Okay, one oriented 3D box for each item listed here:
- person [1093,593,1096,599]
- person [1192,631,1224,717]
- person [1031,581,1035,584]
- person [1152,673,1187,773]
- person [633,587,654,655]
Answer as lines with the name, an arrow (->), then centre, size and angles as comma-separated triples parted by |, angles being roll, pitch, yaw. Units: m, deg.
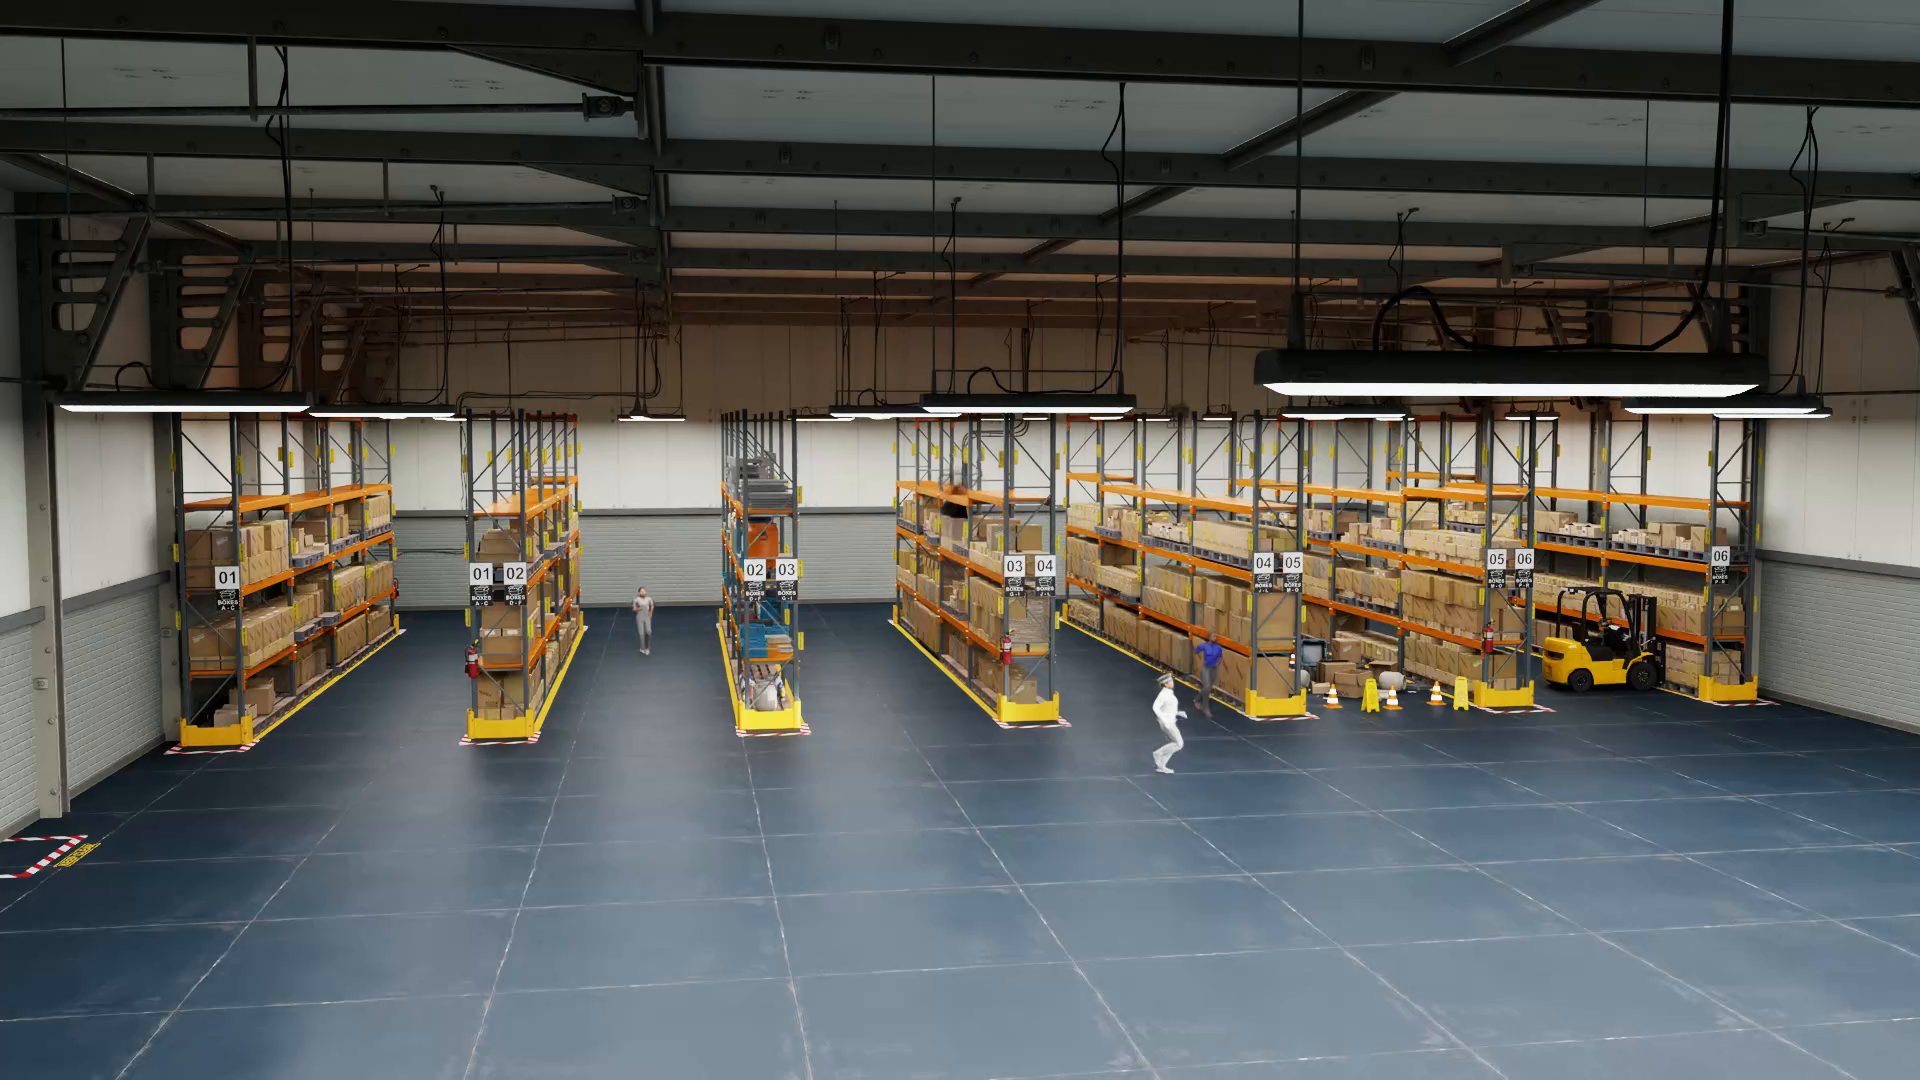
person -> 4.240, 1.422, 49.803 | 0.624, 1.659, 0.575 | -2, 4, -21
person -> 4.916, 2.637, 32.904 | 0.601, 1.698, 0.825 | -2, 4, -21
person -> 2.091, 1.665, 46.917 | 0.635, 1.604, 0.526 | -1, 4, -9
person -> 3.441, 2.996, 27.241 | 0.540, 1.656, 0.608 | 1, 4, 15
person -> -7.856, 2.012, 41.307 | 0.544, 1.708, 0.691 | -1, 4, -18
